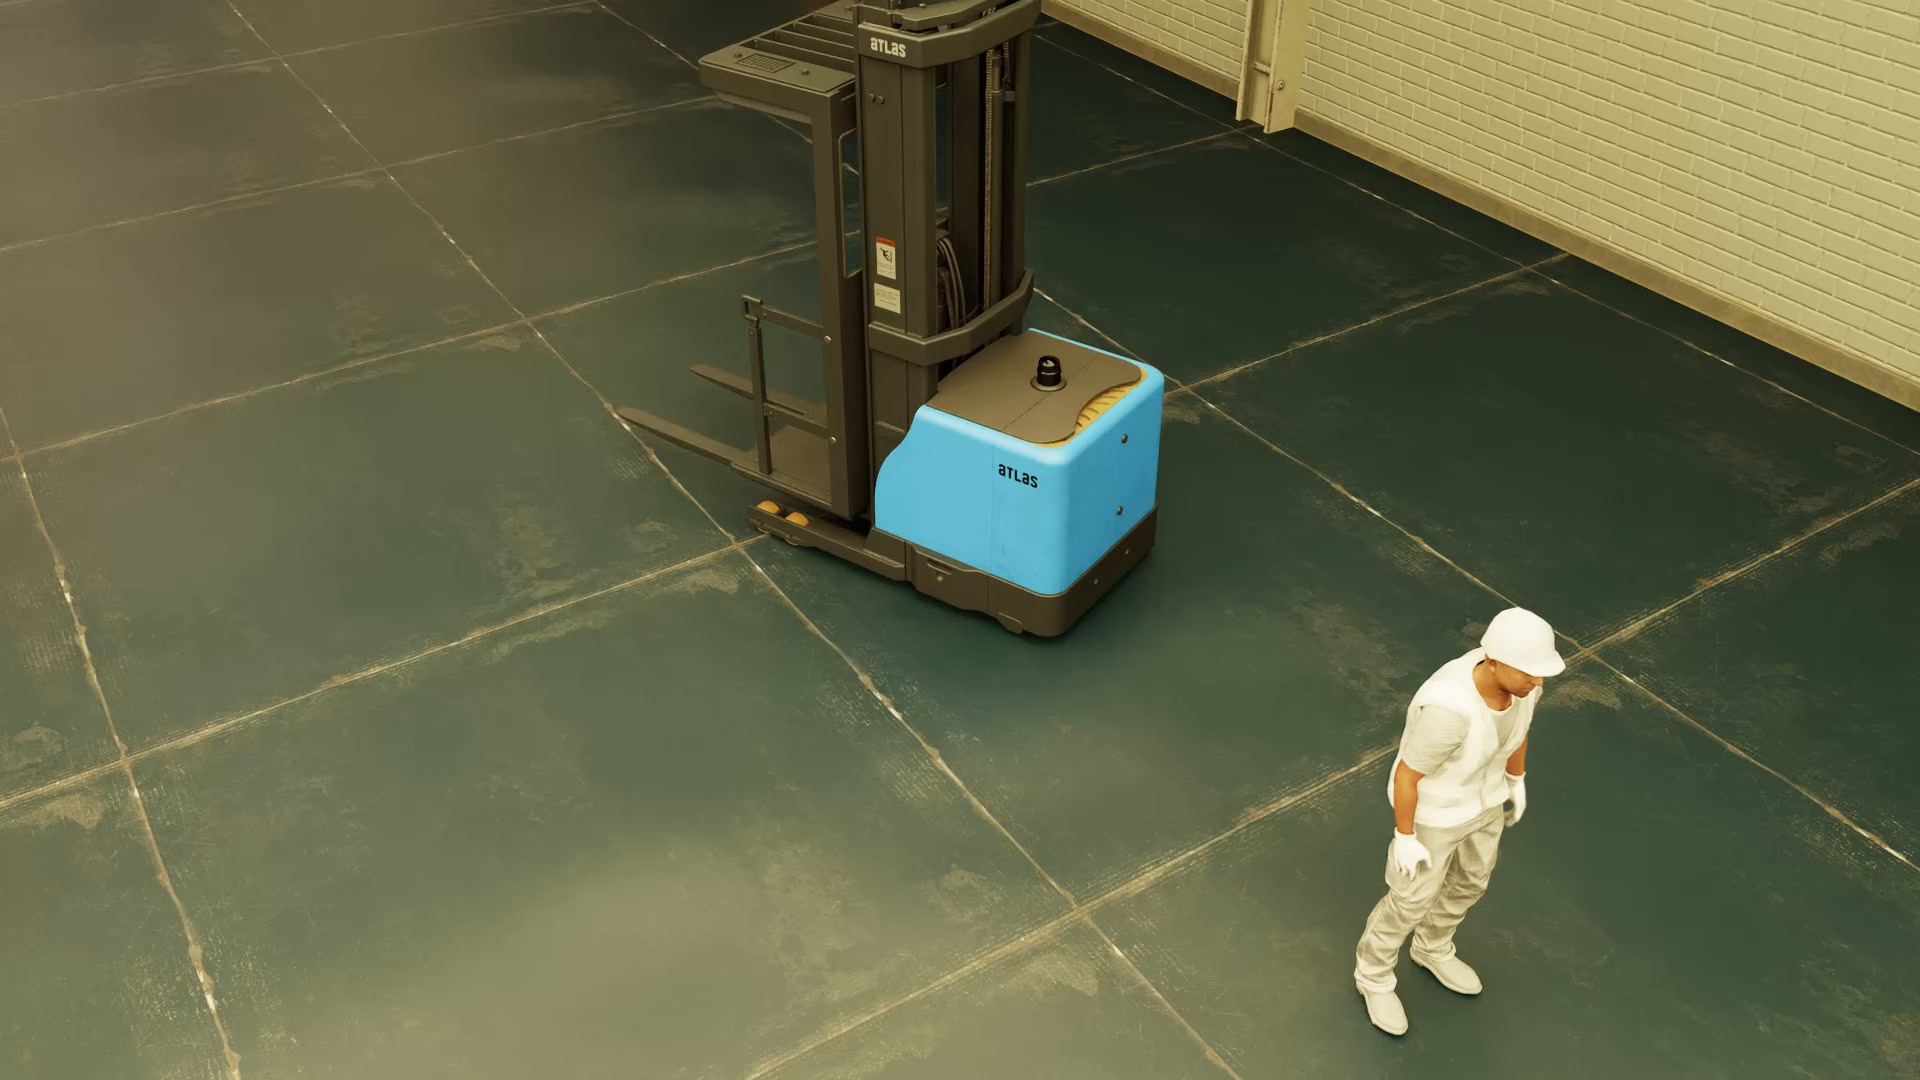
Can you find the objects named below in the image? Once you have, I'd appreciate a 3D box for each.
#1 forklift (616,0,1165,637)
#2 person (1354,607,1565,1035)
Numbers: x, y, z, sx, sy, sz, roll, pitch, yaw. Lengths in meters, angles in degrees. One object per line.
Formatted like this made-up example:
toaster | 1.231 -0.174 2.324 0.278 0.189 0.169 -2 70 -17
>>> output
forklift | -0.500 -1.399 8.138 3.031 2.935 1.130 22 41 28
person | 1.742 0.943 5.814 0.629 1.775 0.444 -20 40 -26
